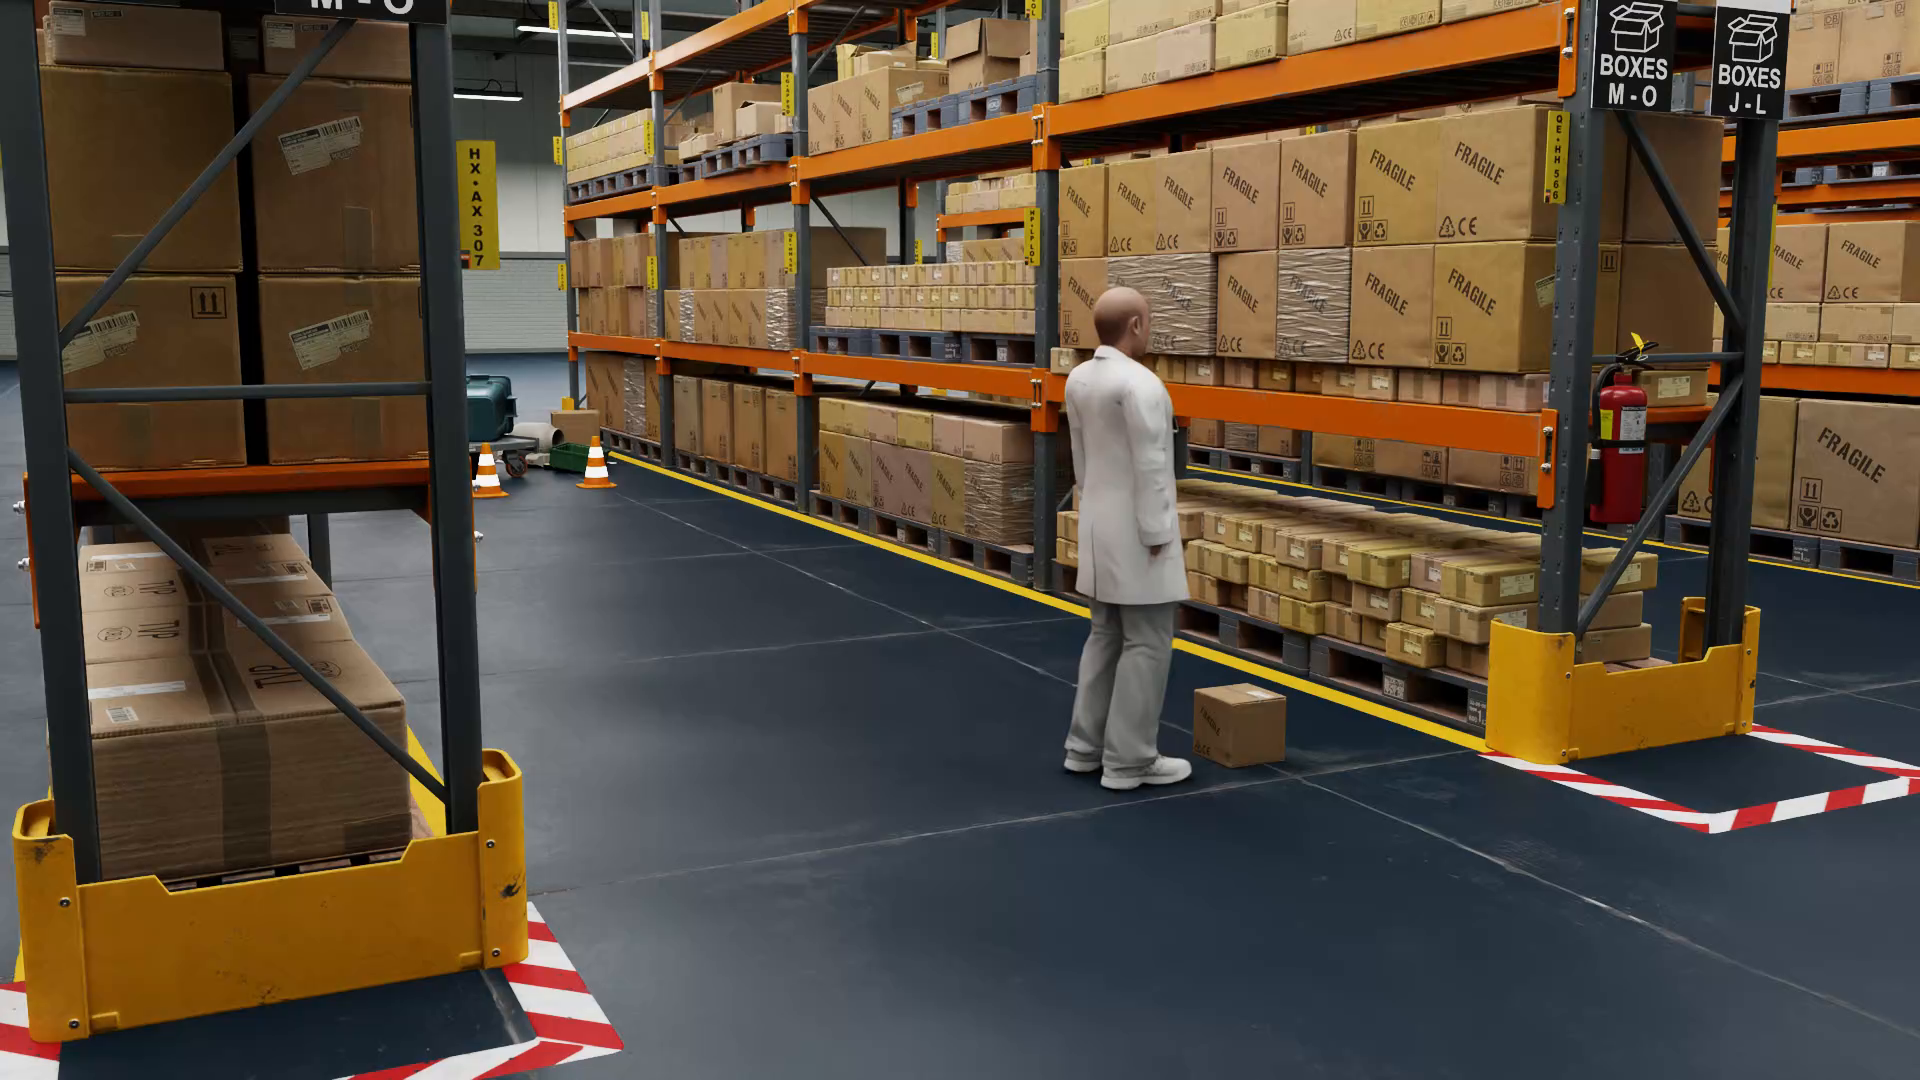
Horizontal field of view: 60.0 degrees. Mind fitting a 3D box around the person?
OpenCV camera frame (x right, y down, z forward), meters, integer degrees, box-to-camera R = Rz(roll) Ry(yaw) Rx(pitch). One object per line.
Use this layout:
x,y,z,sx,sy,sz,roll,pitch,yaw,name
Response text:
3.085,-1.199,14.079,11.766,1.777,13.256,-4,9,-25,person
